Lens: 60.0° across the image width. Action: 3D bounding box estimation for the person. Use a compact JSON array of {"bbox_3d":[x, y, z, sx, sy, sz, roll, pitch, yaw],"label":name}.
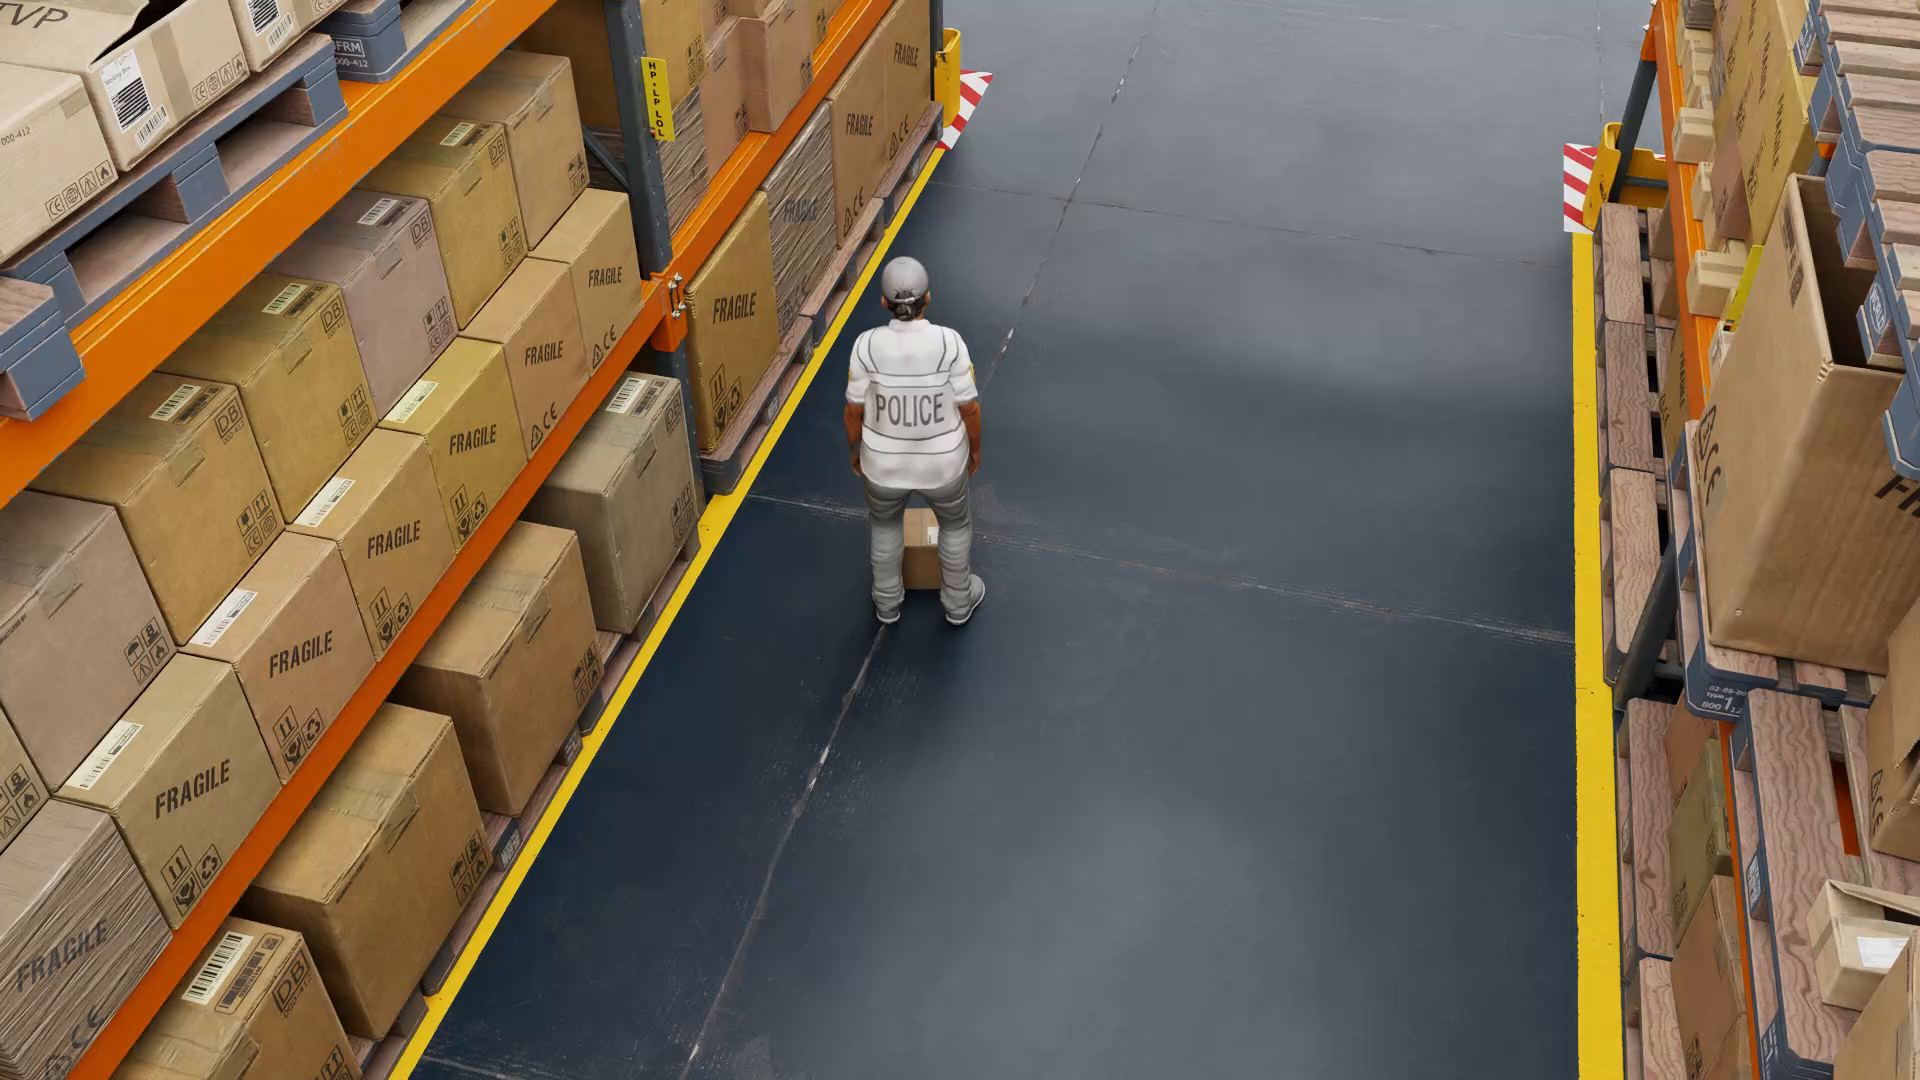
[{"bbox_3d":[-0.169,-0.346,6.549,0.547,1.664,0.470,1,41,1],"label":"person"}]
